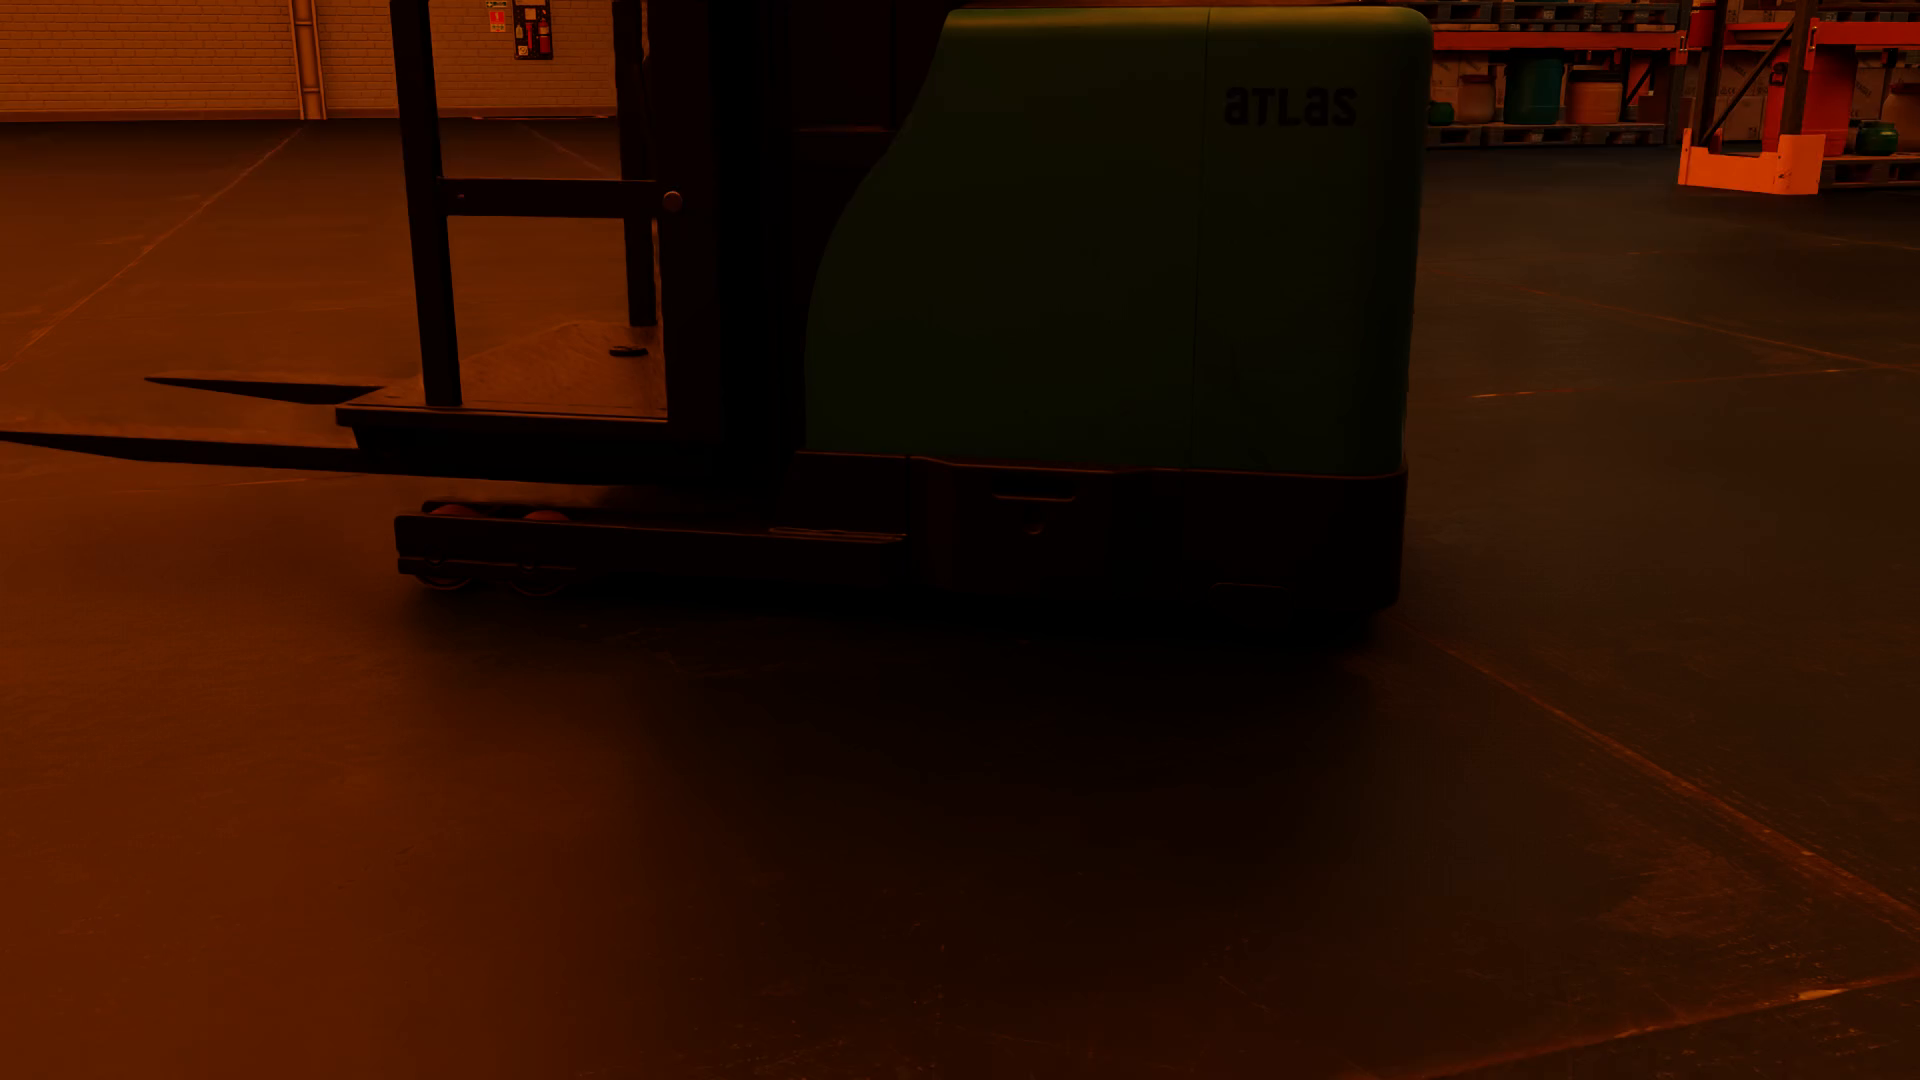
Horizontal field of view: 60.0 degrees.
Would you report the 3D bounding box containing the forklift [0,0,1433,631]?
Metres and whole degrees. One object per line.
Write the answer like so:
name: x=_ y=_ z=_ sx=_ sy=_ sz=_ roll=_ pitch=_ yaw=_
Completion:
forklift: x=-0.619 y=-1.437 z=3.259 sx=3.031 sy=2.935 sz=1.130 roll=3 pitch=17 yaw=11
